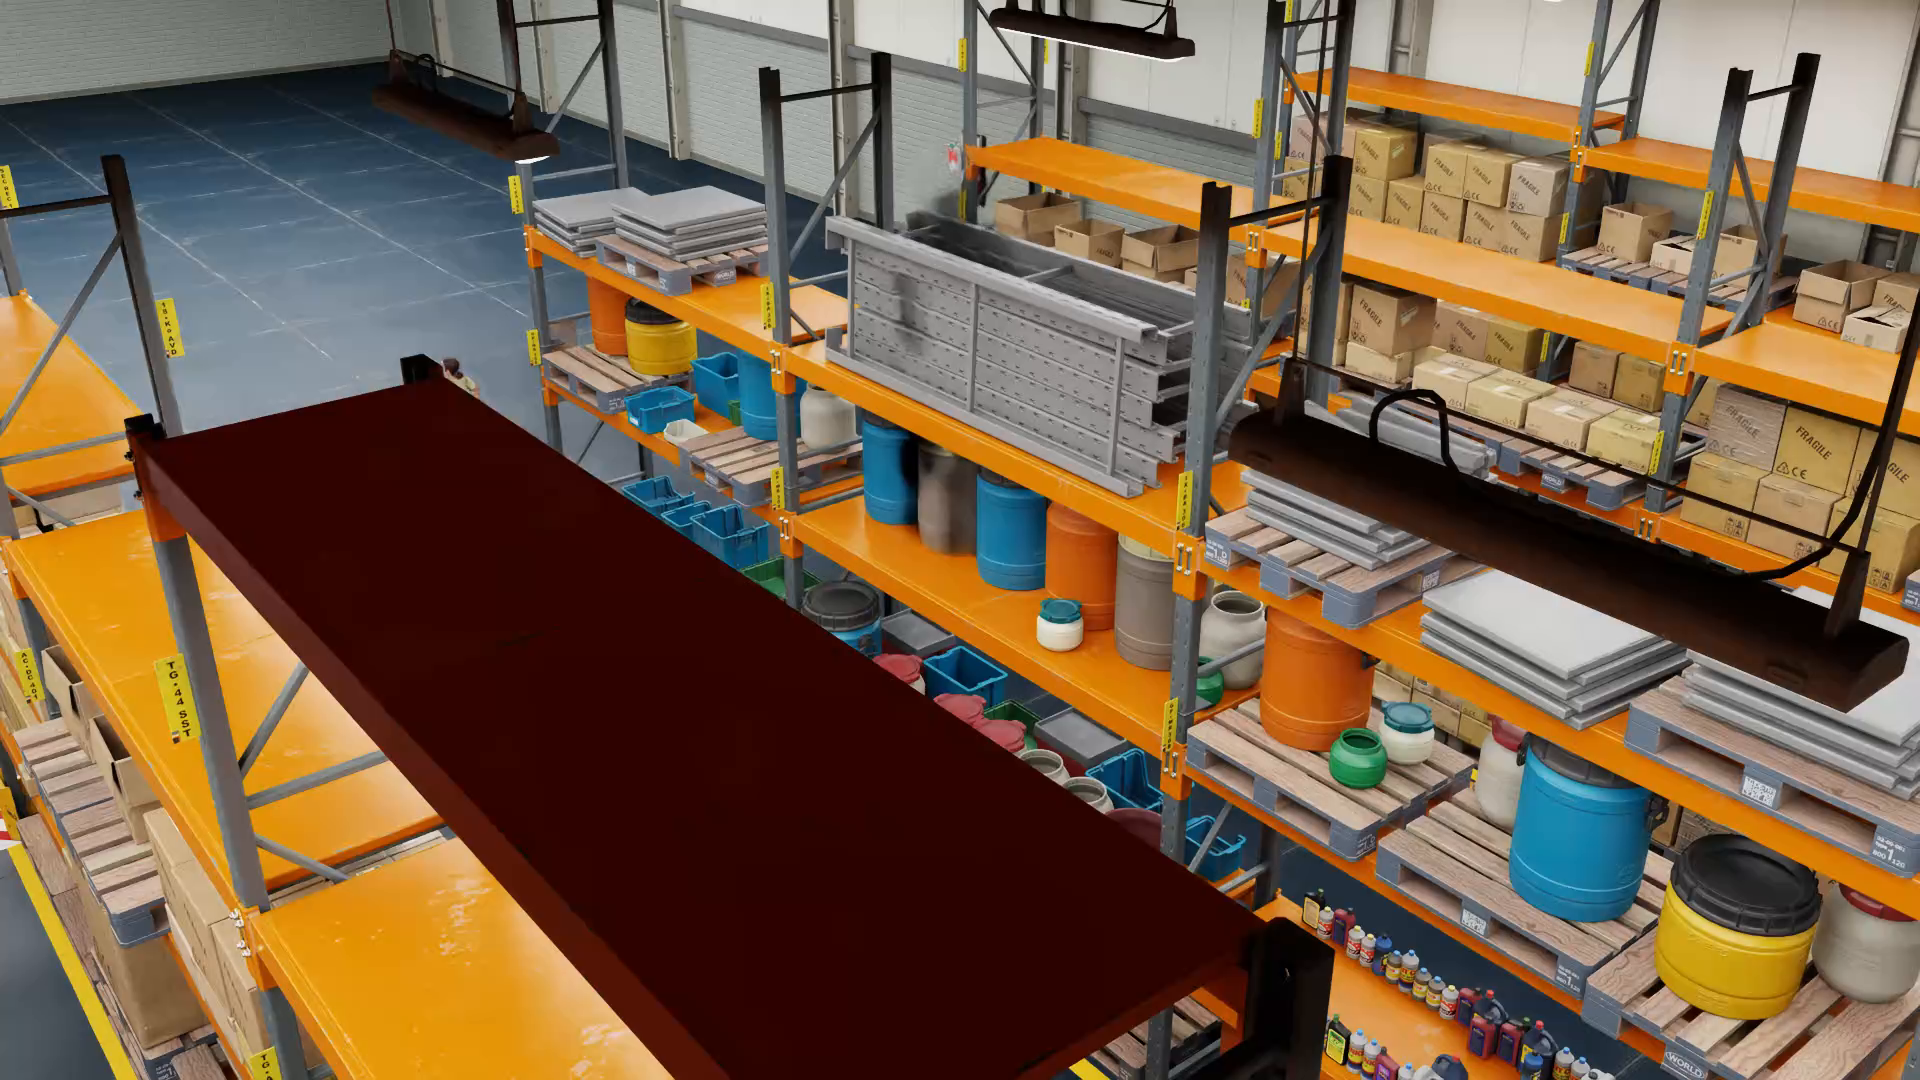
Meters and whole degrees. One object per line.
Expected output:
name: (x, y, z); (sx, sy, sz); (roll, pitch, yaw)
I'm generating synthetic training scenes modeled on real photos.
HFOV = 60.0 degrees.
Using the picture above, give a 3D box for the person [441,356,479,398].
person: (-5.623, -1.276, 18.969); (0.840, 1.702, 0.556); (-4, 26, -8)
